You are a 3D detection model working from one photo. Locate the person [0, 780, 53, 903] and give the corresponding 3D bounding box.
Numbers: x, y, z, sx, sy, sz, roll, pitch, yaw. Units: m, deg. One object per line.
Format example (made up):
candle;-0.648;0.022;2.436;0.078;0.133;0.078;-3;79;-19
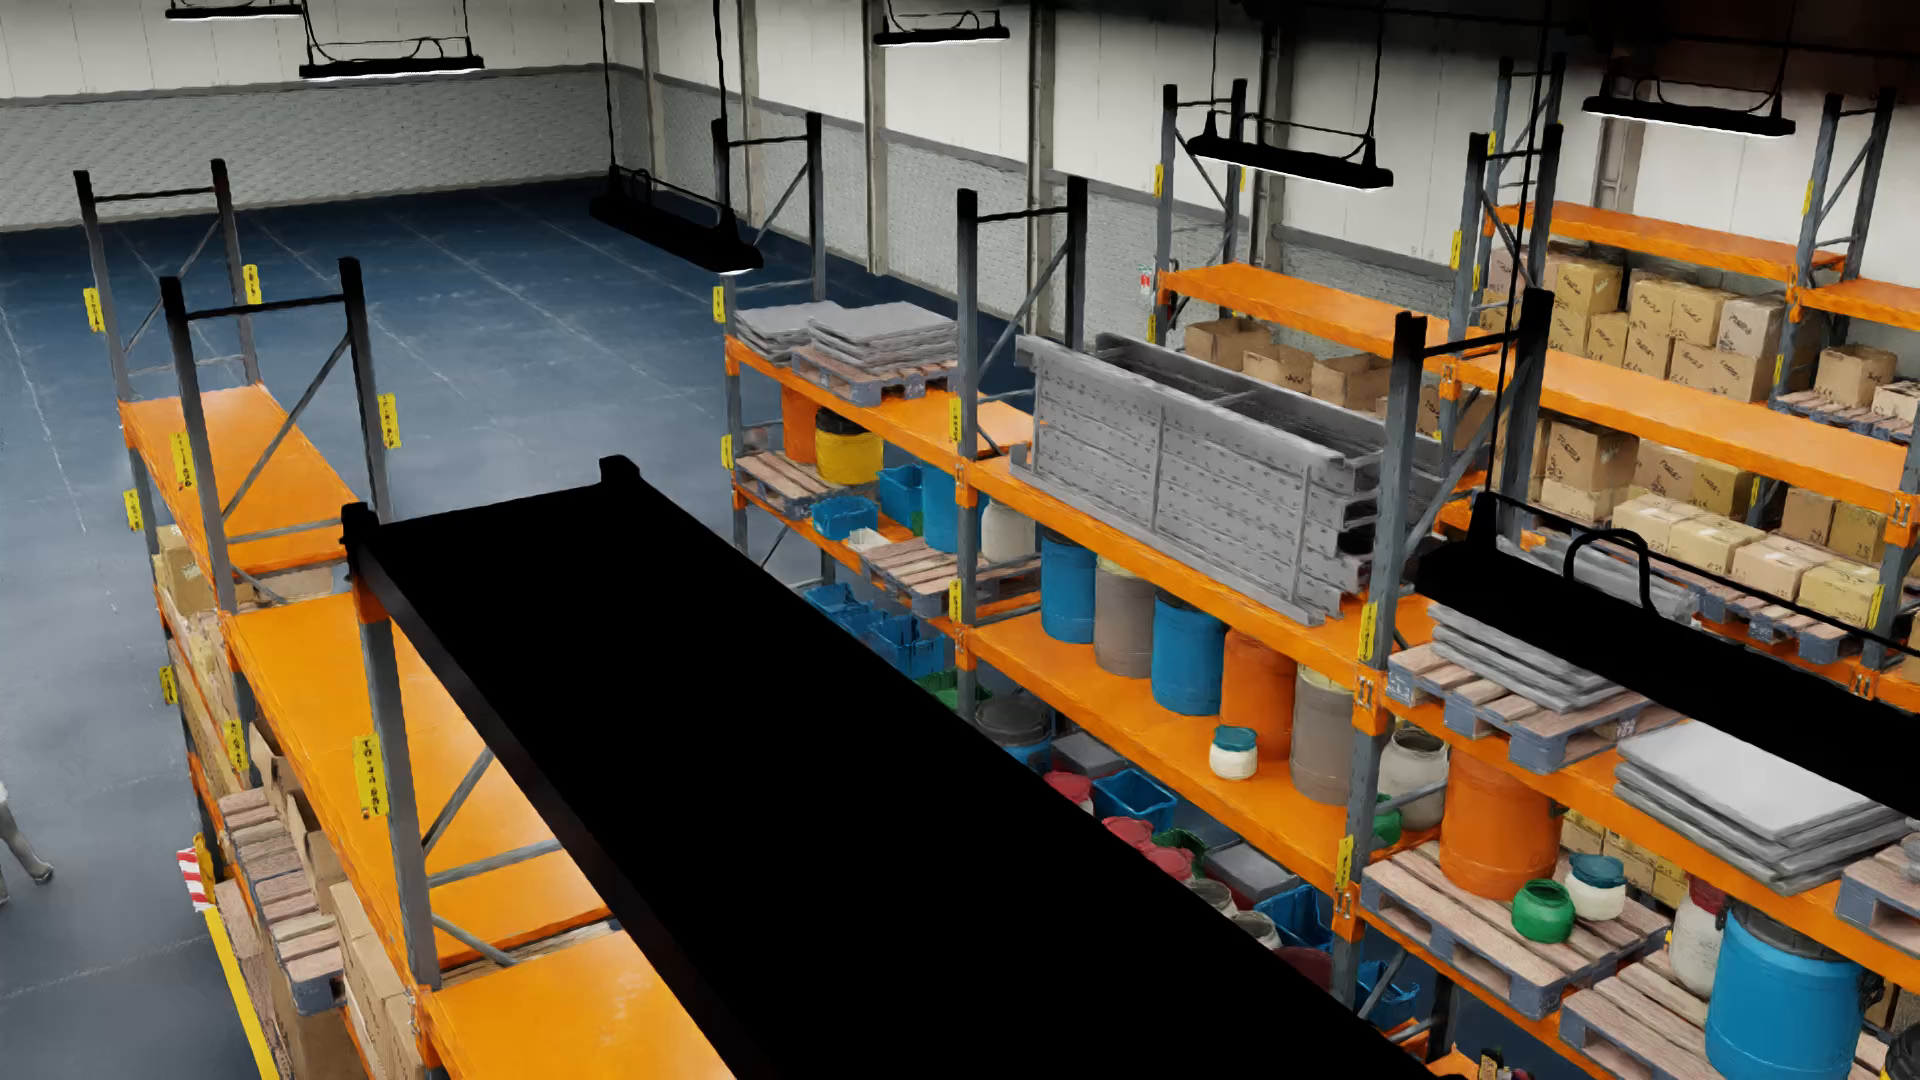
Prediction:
person;-8.000;2.184;13.743;0.476;1.662;0.686;2;22;4
